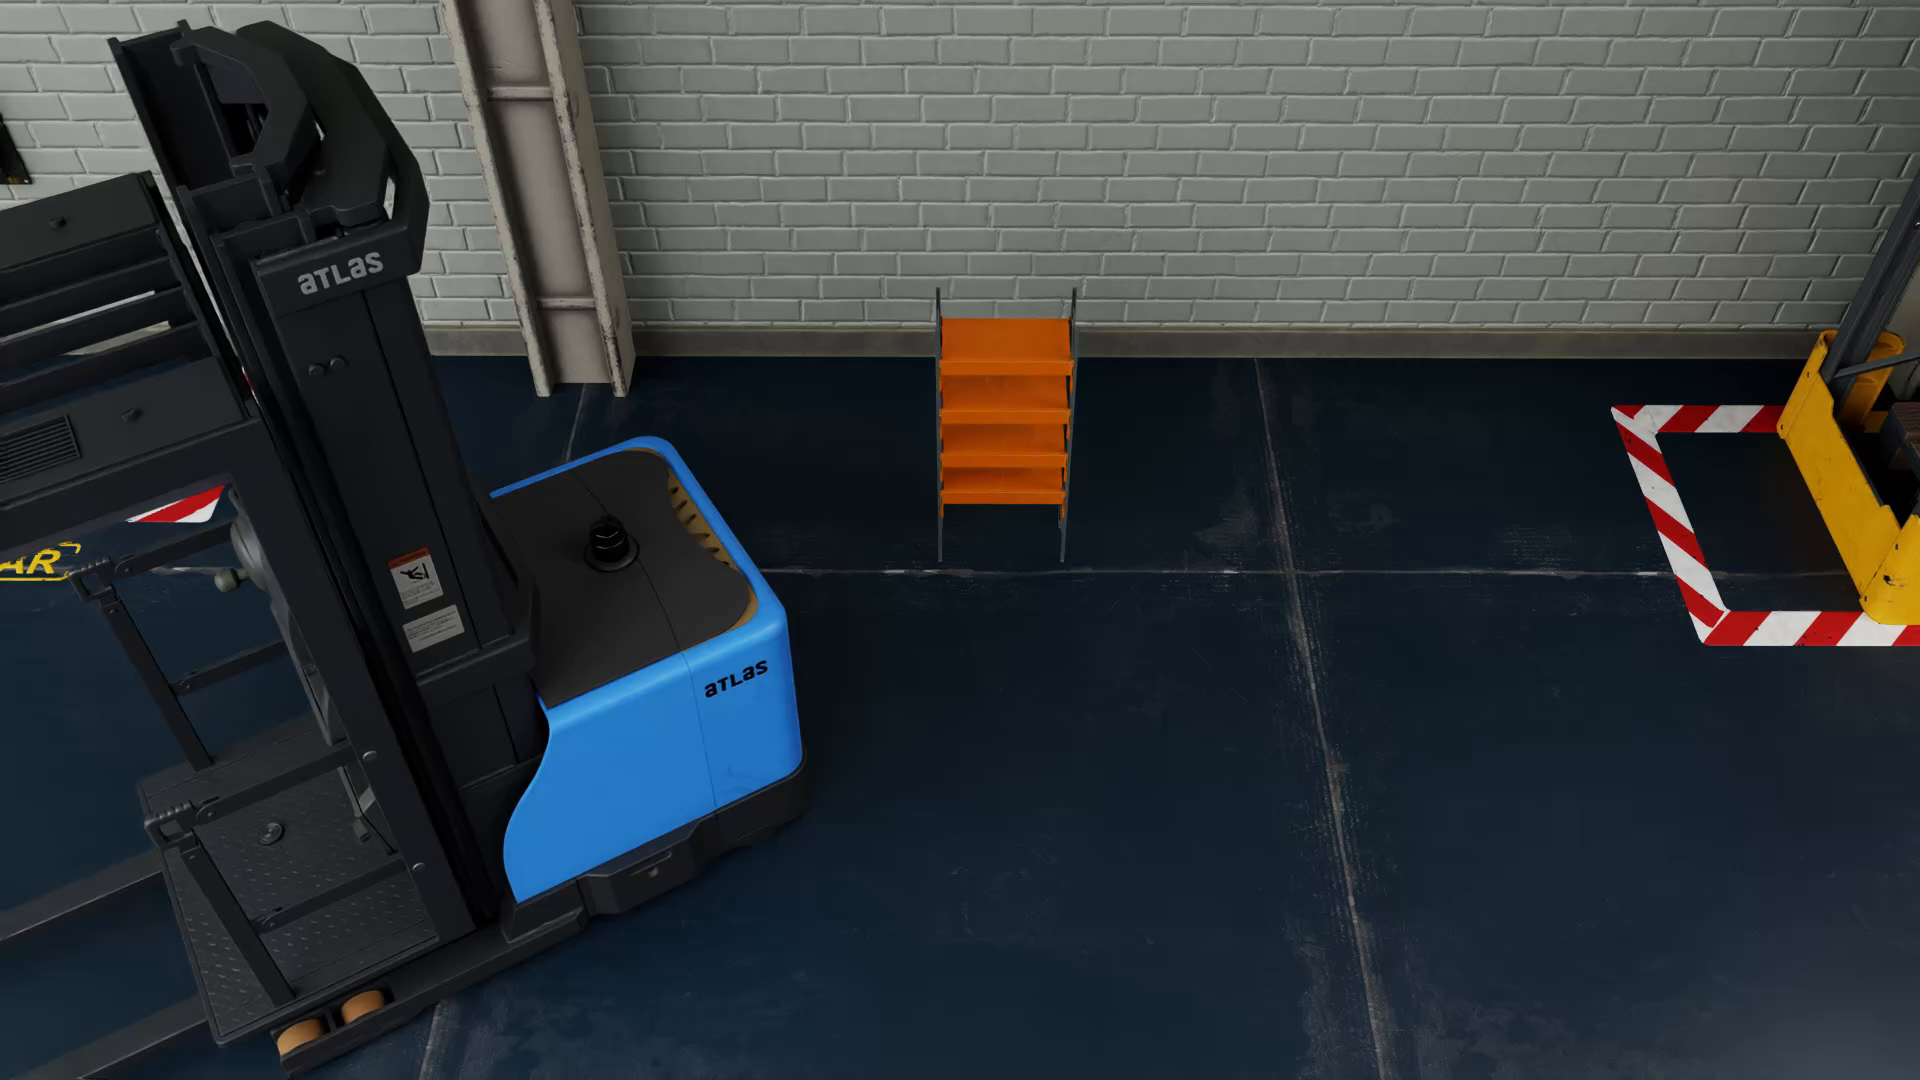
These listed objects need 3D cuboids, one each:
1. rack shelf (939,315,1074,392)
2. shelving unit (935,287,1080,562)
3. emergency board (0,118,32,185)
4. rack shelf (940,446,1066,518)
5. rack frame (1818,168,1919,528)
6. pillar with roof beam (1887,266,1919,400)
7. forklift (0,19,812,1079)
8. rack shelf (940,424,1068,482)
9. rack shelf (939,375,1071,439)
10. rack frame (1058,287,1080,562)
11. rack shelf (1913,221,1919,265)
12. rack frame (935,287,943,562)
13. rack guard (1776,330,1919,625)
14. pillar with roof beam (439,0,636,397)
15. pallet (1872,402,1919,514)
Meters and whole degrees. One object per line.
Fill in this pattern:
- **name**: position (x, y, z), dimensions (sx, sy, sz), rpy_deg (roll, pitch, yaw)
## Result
- **rack shelf**: position (0.166, -0.676, 6.023), dimensions (0.480, 0.148, 0.258), rpy_deg (0, 47, 0)
- **shelving unit**: position (0.166, -0.408, 6.310), dimensions (0.503, 1.200, 0.258), rpy_deg (0, 47, 0)
- **emergency board**: position (-4.138, -1.804, 6.380), dimensions (0.643, 1.169, 0.194), rpy_deg (0, 47, 0)
- **rack shelf**: position (0.166, -0.227, 6.505), dimensions (0.480, 0.148, 0.258), rpy_deg (0, 47, 0)
- **rack frame**: position (3.629, -1.121, 5.745), dimensions (0.127, 3.000, 1.000), rpy_deg (0, 47, 0)
- **pillar with roof beam**: position (4.317, -0.645, 1.203), dimensions (0.400, 9.000, 9.100), rpy_deg (0, 47, 0)
- **forklift**: position (-2.050, 0.211, 4.551), dimensions (3.031, 2.935, 1.130), rpy_deg (-24, 51, -20)
- **rack shelf**: position (0.166, -0.362, 6.360), dimensions (0.480, 0.148, 0.258), rpy_deg (0, 47, 0)
- **rack shelf**: position (0.166, -0.515, 6.196), dimensions (0.480, 0.148, 0.258), rpy_deg (0, 47, 0)
- **rack frame**: position (0.410, -0.408, 6.310), dimensions (0.015, 1.200, 0.240), rpy_deg (0, 47, 0)
- **rack shelf**: position (5.629, -0.871, 6.003), dimensions (4.000, 0.370, 1.077), rpy_deg (0, 47, 0)
- **rack frame**: position (-0.078, -0.409, 6.311), dimensions (0.015, 1.200, 0.240), rpy_deg (0, 47, 0)
- **rack guard**: position (3.705, -0.269, 6.659), dimensions (0.348, 0.500, 1.175), rpy_deg (0, 47, 0)
- **pillar with roof beam**: position (-1.683, -0.662, 1.218), dimensions (0.400, 9.000, 9.100), rpy_deg (0, 47, 0)
- **pallet**: position (4.518, -0.143, 6.739), dimensions (1.213, 0.211, 1.003), rpy_deg (0, 47, 0)
